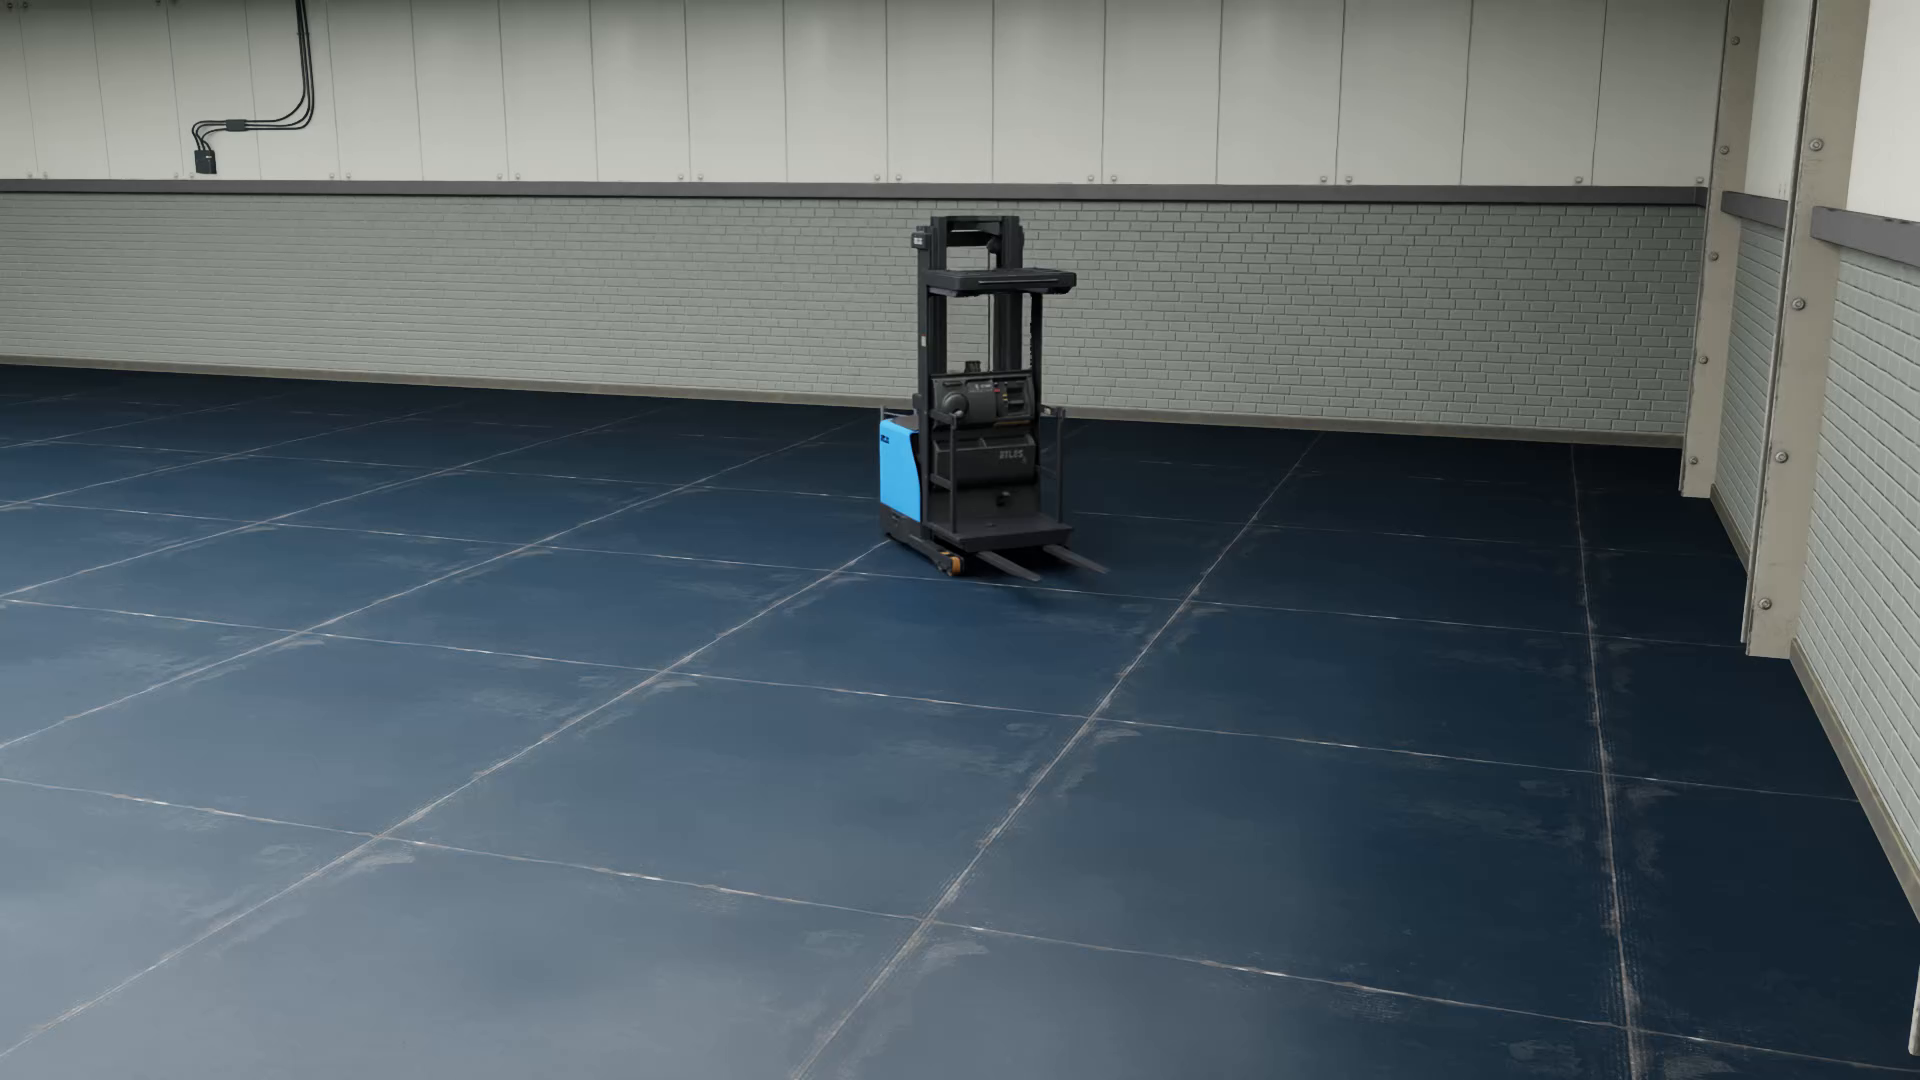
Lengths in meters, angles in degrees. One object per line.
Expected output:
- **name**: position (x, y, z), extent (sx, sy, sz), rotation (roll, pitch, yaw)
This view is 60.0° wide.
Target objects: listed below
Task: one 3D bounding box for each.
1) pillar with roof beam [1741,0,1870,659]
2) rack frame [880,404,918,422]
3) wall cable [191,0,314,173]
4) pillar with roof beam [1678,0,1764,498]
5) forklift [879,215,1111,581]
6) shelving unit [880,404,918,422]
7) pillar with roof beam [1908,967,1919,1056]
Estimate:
- **pillar with roof beam**: position (1.670, -3.916, 12.186), extent (9.100, 9.000, 0.400), rotation (4, 14, 18)
- **rack frame**: position (-0.570, -0.709, 15.827), extent (0.500, 1.125, 0.032), rotation (12, 18, 43)
- **wall cable**: position (-10.939, -8.634, 25.212), extent (2.305, 6.003, 0.169), rotation (4, 14, 18)
- **pillar with roof beam**: position (3.612, -5.180, 17.721), extent (9.100, 9.000, 0.400), rotation (4, 14, 18)
- **forklift**: position (0.292, -1.236, 14.077), extent (1.130, 2.935, 3.031), rotation (-5, 14, -23)
- **shelving unit**: position (-0.214, -0.789, 16.181), extent (0.538, 1.125, 1.048), rotation (12, 18, 43)
- **pillar with roof beam**: position (-0.271, -2.653, 6.651), extent (9.100, 9.000, 0.400), rotation (4, 14, 18)
